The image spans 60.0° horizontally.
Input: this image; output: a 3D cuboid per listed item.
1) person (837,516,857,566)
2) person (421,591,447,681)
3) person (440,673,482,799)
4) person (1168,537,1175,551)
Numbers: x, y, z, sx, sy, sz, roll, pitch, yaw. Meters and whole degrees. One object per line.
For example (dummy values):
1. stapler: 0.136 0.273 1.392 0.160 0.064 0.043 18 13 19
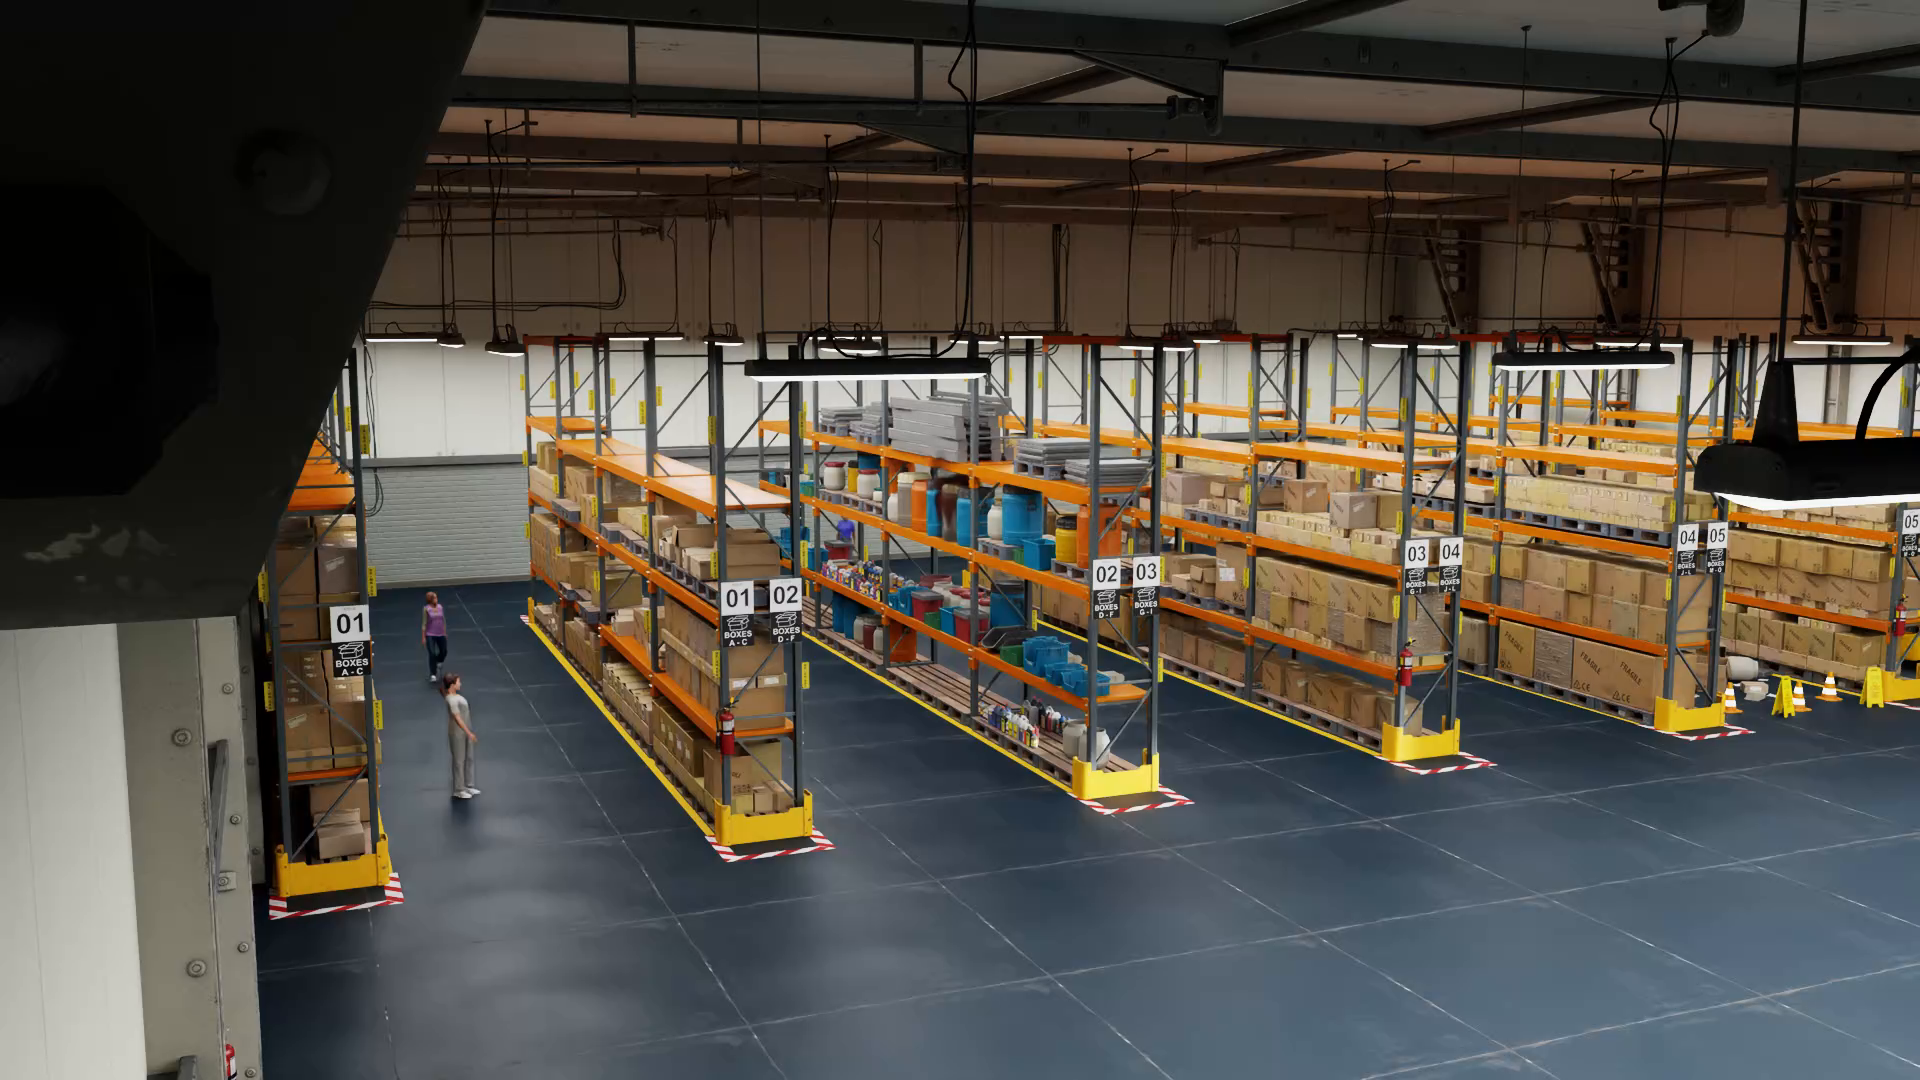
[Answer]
1. person: -2.798 0.092 40.795 0.452 1.630 0.624 2 8 14
2. person: -9.267 1.665 29.236 0.447 1.567 0.633 -4 9 -28
3. person: -6.598 2.595 22.068 0.524 1.704 0.507 1 8 9
4. person: 4.470 0.824 34.716 0.393 1.798 0.553 -2 8 -13
